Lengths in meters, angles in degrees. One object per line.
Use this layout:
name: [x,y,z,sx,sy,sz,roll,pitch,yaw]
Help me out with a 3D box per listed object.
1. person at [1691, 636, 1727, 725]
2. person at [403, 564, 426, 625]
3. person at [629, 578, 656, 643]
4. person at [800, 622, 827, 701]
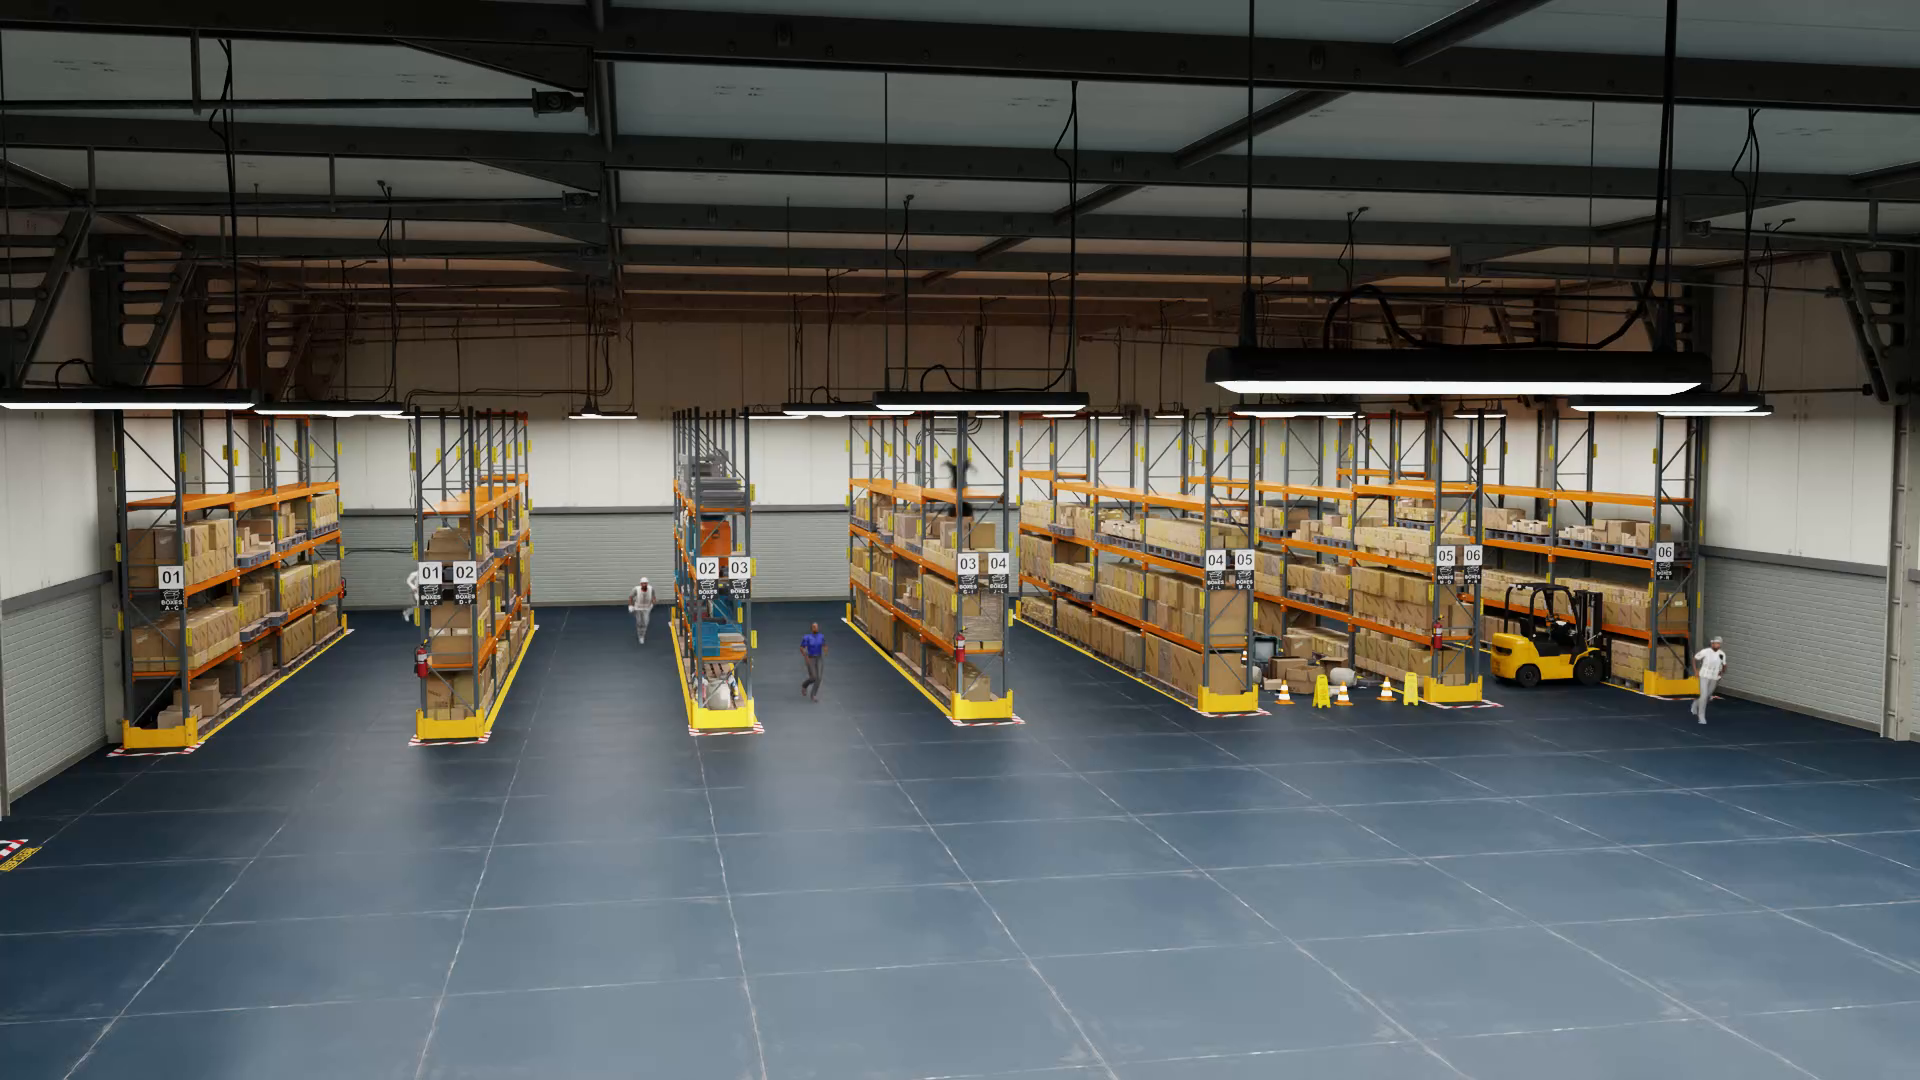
person: [14.315,2.640,31.762,0.621,1.649,0.858,0,4,0]
person: [-15.378,1.519,47.144,0.850,1.733,0.773,1,4,18]
person: [-8.221,1.810,43.084,0.683,1.709,0.699,-2,4,-24]
person: [-2.988,2.493,34.195,0.575,1.626,0.585,-2,5,-26]
